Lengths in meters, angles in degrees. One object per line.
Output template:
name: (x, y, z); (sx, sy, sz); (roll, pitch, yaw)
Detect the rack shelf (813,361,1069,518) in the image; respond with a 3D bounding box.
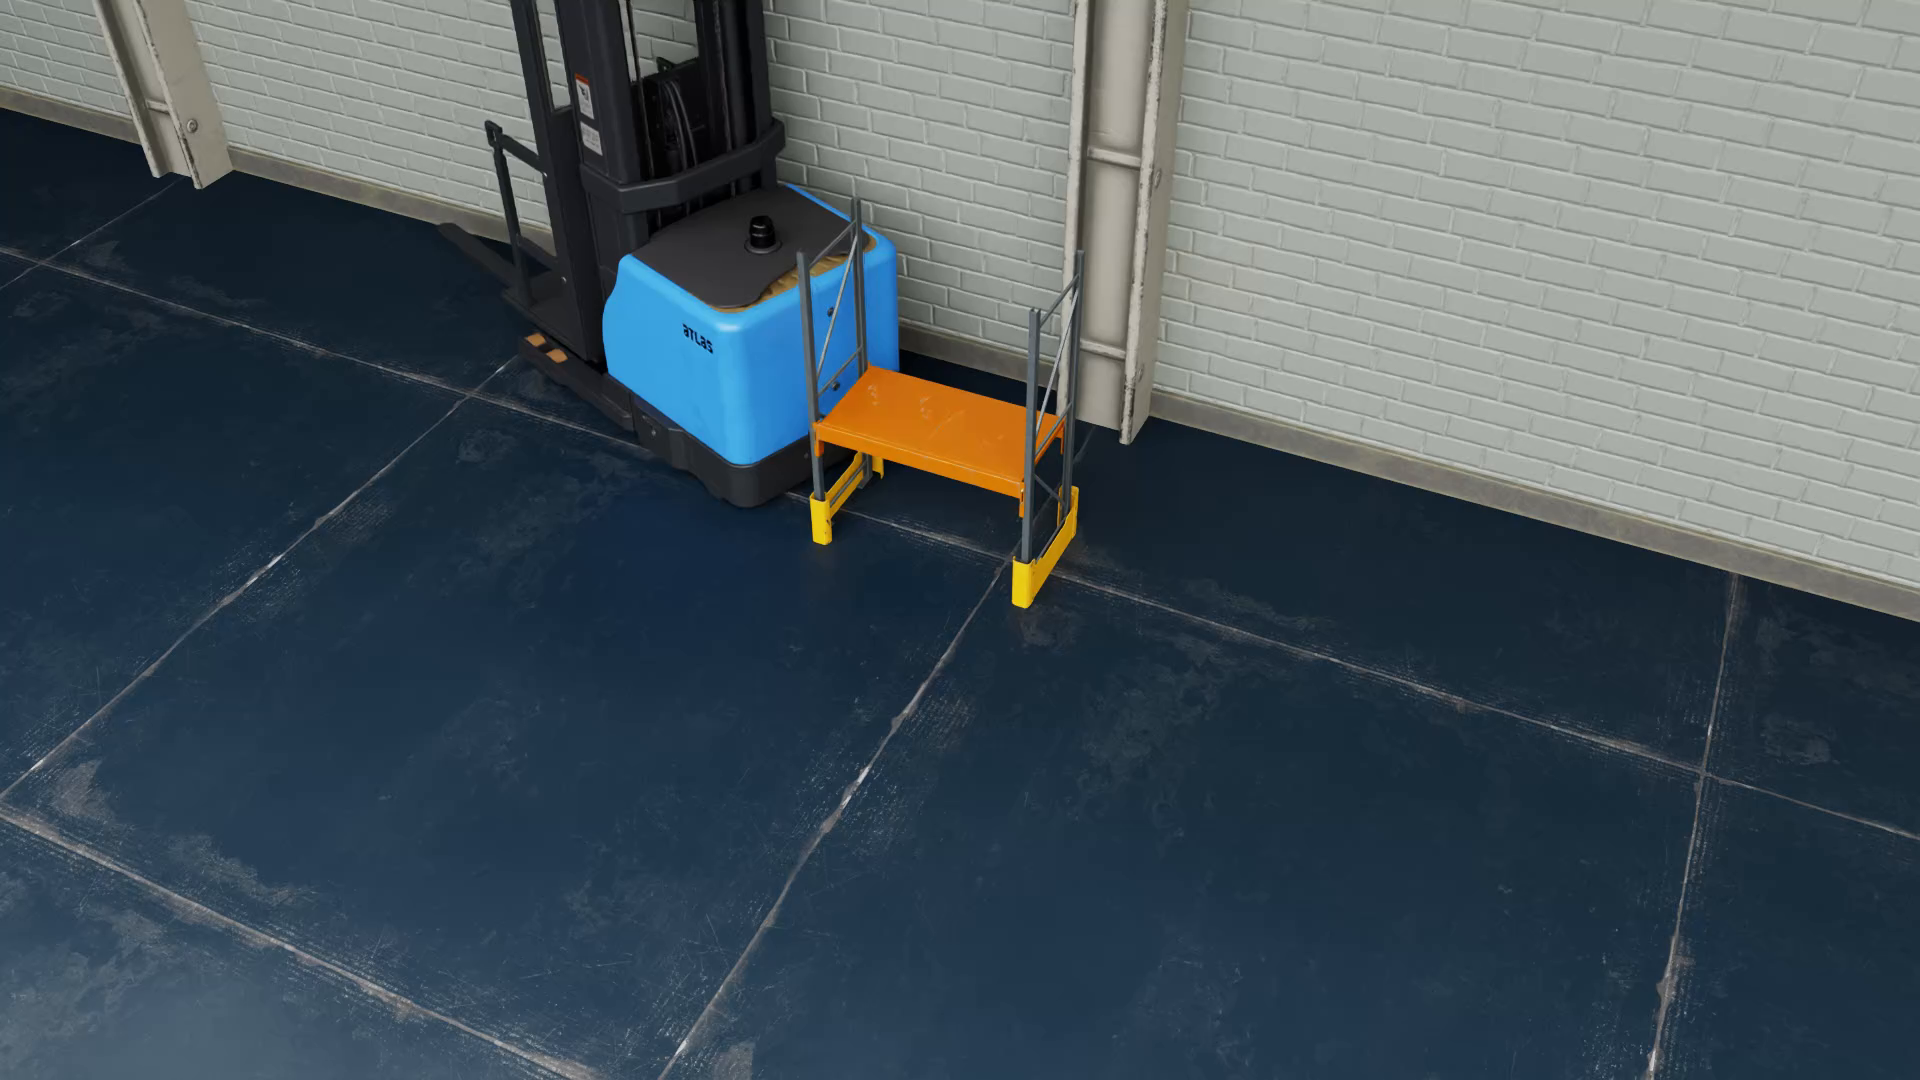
rack shelf: (-0.077, -0.454, 7.288); (1.000, 0.185, 0.538); (17, 44, 19)

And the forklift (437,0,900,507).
forklift: (-1.653, -2.131, 7.854); (1.130, 2.935, 3.031); (-32, 50, -31)

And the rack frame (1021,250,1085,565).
rack frame: (0.383, -0.450, 7.008); (0.032, 1.500, 0.500); (17, 44, 19)

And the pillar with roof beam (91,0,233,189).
pillar with roof beam: (-6.539, -3.119, 4.362); (0.400, 9.000, 9.100); (17, 44, 19)

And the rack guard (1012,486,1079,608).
rack guard: (0.382, 0.022, 7.417); (0.087, 0.250, 0.587); (17, 44, 19)

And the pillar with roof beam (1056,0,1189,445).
pillar with roof beam: (-1.102, -1.457, 2.445); (0.400, 9.000, 9.100); (17, 44, 19)

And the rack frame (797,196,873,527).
rack frame: (-0.538, -0.731, 7.332); (0.032, 1.500, 0.500); (17, 44, 19)

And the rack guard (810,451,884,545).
rack guard: (-0.520, -0.253, 7.736); (0.087, 0.250, 0.587); (17, 44, 19)

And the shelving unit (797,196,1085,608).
shelving unit: (-0.069, -0.588, 7.167); (1.083, 1.500, 0.587); (17, 44, 19)
